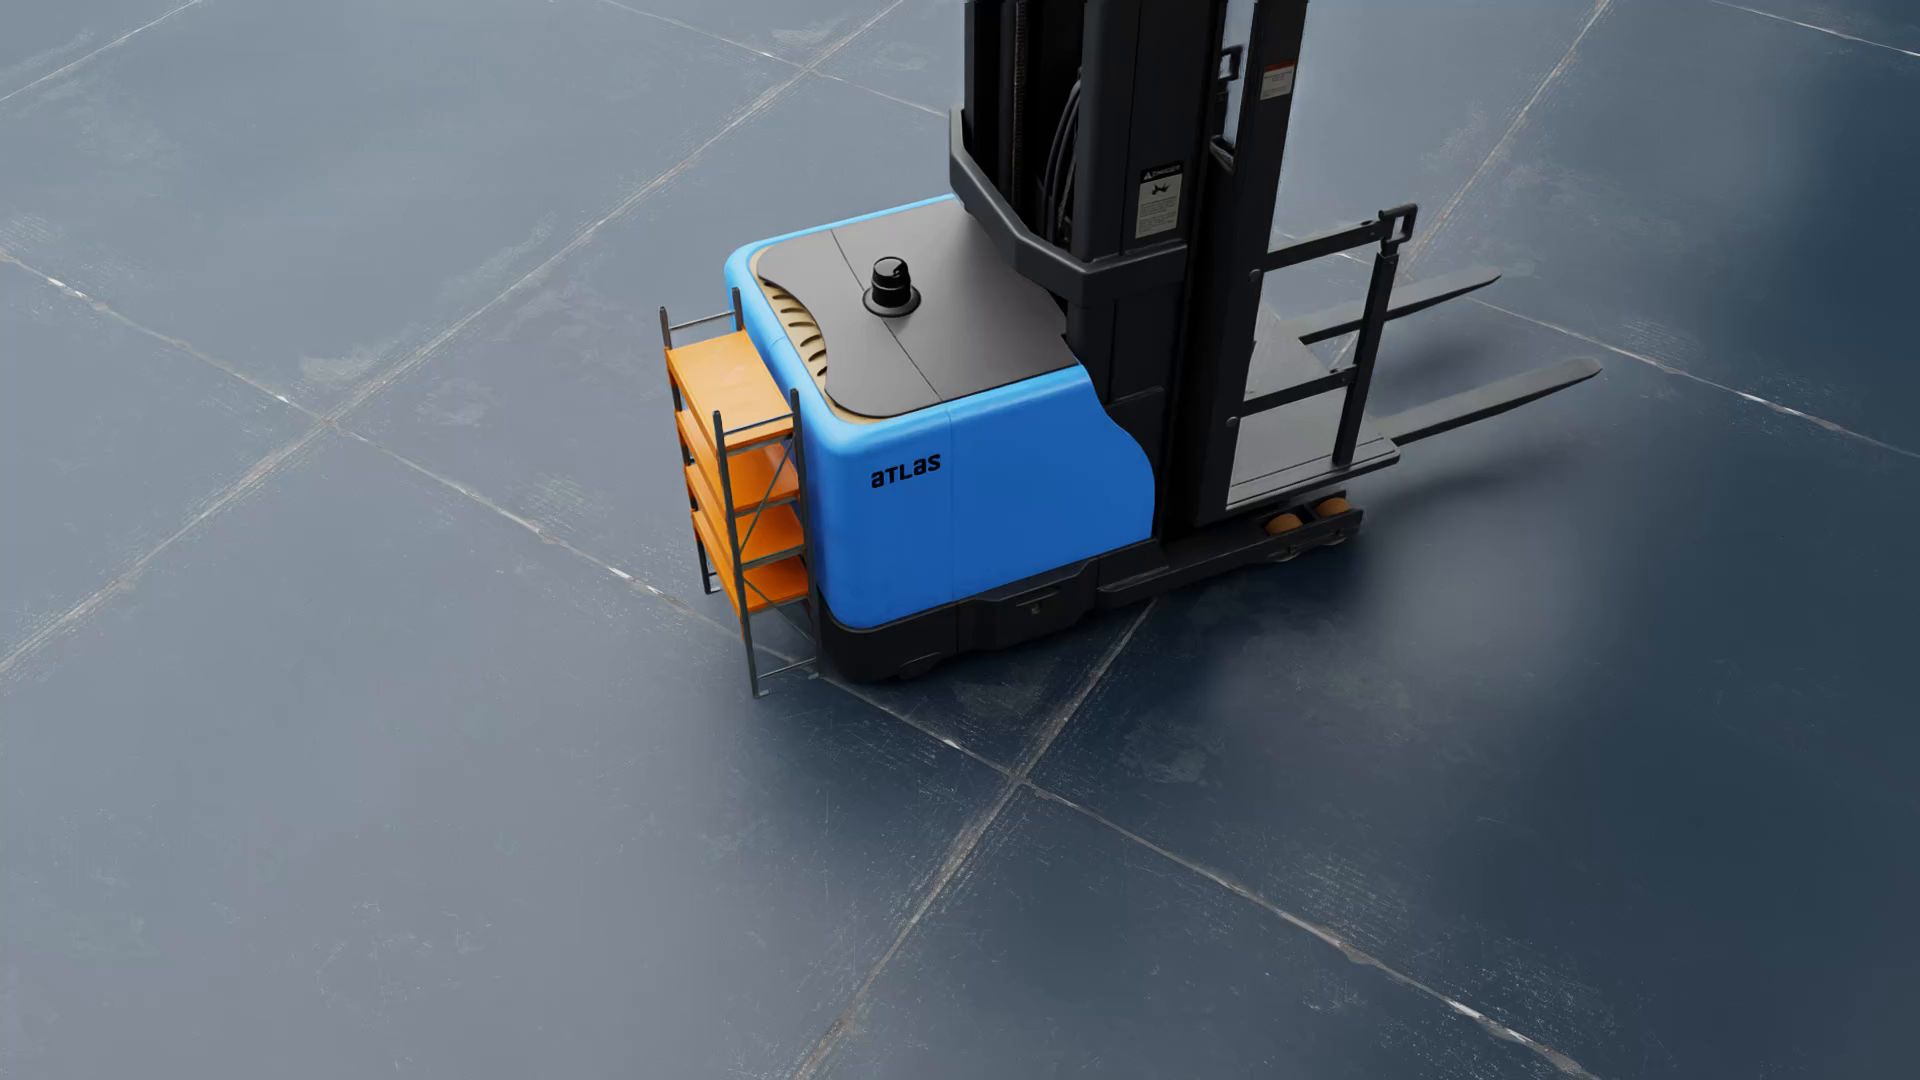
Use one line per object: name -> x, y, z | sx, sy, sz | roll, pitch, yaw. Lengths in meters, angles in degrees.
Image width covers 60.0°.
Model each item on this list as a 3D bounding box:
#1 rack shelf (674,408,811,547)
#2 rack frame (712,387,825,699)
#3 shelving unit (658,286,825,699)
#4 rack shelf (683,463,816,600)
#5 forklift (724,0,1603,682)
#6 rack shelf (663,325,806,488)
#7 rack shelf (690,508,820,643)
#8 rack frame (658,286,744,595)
rack shelf -> -0.646, -0.222, 4.911 | 0.258, 0.148, 0.480 | -18, 48, -17
rack frame -> -0.546, 0.046, 4.868 | 0.240, 1.200, 0.015 | -18, 48, -17
shelving unit -> -0.646, -0.113, 5.024 | 0.258, 1.200, 0.503 | -18, 48, -17
rack shelf -> -0.646, -0.066, 5.072 | 0.258, 0.148, 0.480 | -18, 48, -17
forklift -> 0.822, -1.279, 4.949 | 3.031, 2.935, 1.130 | -17, 48, -16
rack shelf -> -0.646, -0.387, 4.742 | 0.258, 0.148, 0.480 | -18, 48, -17
rack shelf -> -0.646, 0.072, 5.214 | 0.258, 0.148, 0.480 | -18, 48, -17
rack frame -> -0.745, -0.273, 5.179 | 0.240, 1.200, 0.015 | -18, 48, -17
